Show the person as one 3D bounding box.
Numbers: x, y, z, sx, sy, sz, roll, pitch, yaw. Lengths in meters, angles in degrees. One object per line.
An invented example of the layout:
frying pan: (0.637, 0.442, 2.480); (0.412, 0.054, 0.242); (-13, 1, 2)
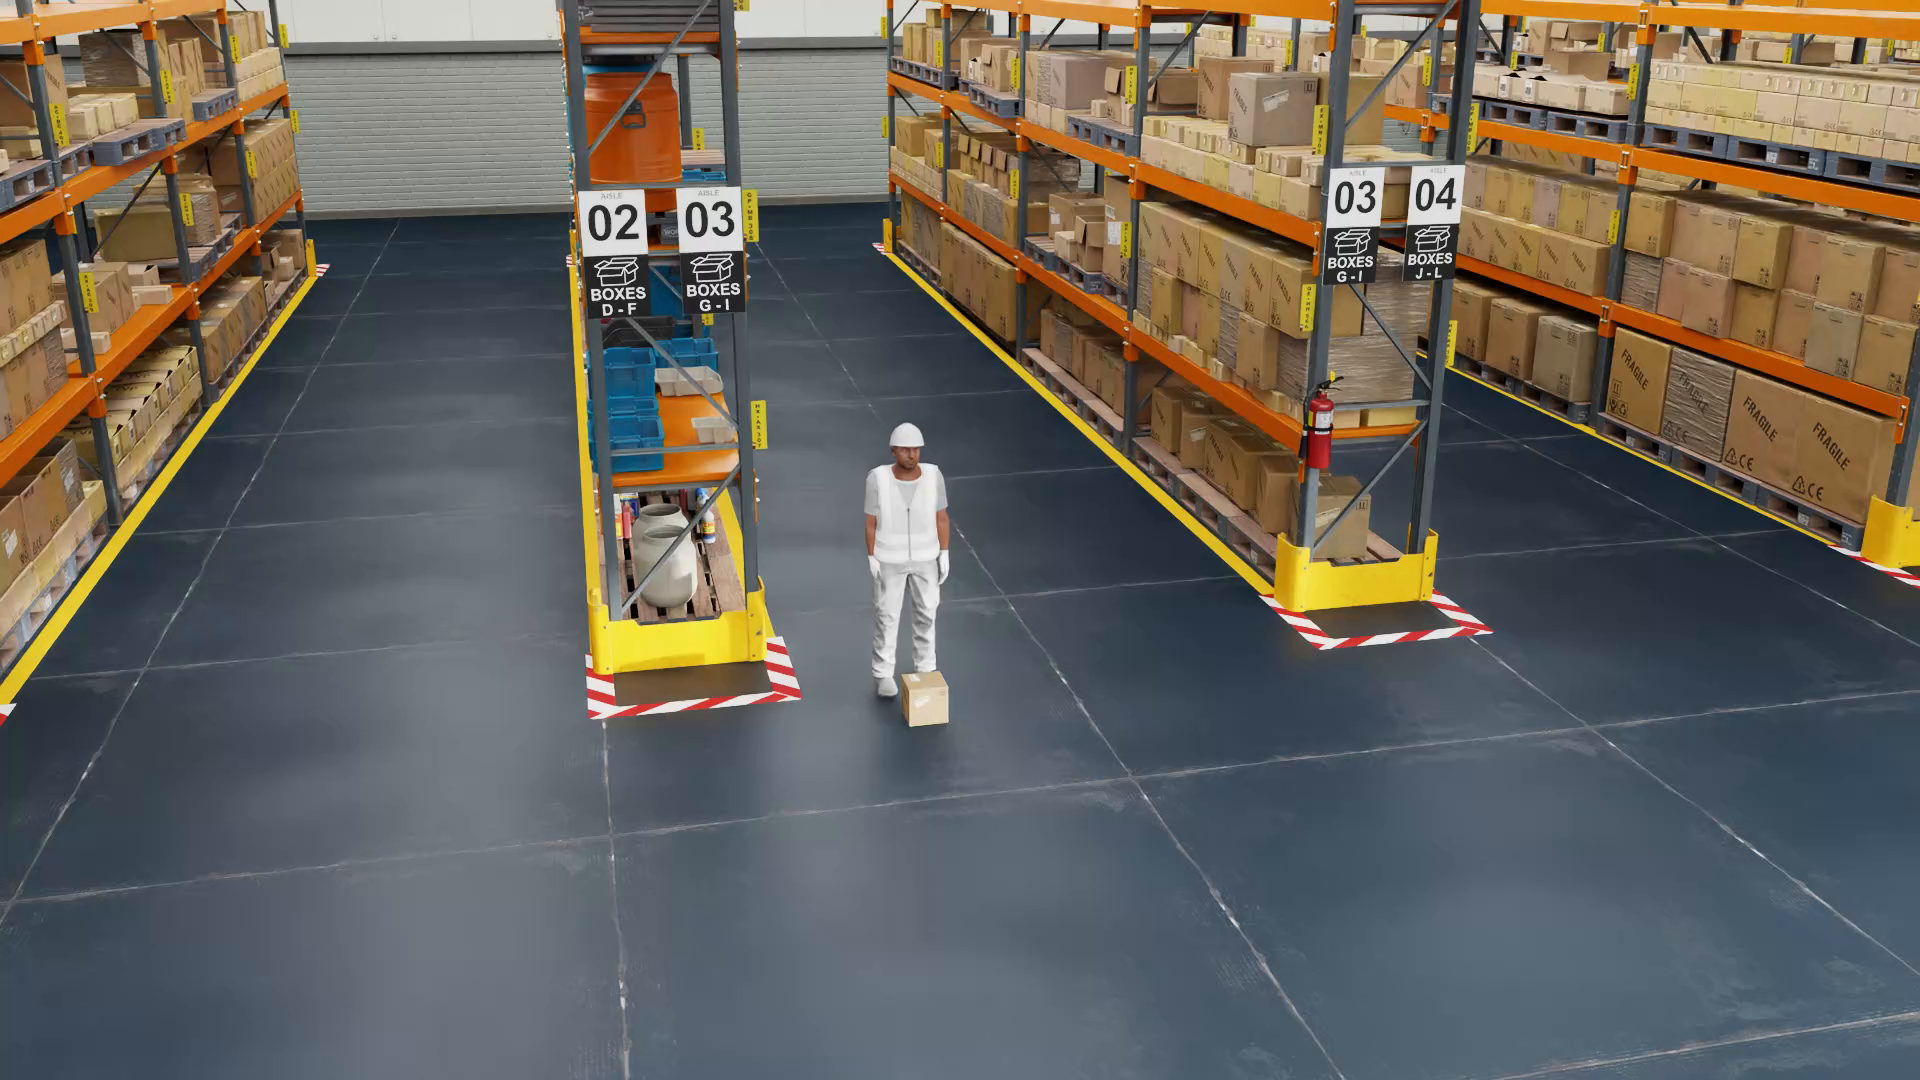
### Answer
person: (-0.332, 0.120, 10.695); (0.546, 1.783, 0.366); (-4, 20, -11)
